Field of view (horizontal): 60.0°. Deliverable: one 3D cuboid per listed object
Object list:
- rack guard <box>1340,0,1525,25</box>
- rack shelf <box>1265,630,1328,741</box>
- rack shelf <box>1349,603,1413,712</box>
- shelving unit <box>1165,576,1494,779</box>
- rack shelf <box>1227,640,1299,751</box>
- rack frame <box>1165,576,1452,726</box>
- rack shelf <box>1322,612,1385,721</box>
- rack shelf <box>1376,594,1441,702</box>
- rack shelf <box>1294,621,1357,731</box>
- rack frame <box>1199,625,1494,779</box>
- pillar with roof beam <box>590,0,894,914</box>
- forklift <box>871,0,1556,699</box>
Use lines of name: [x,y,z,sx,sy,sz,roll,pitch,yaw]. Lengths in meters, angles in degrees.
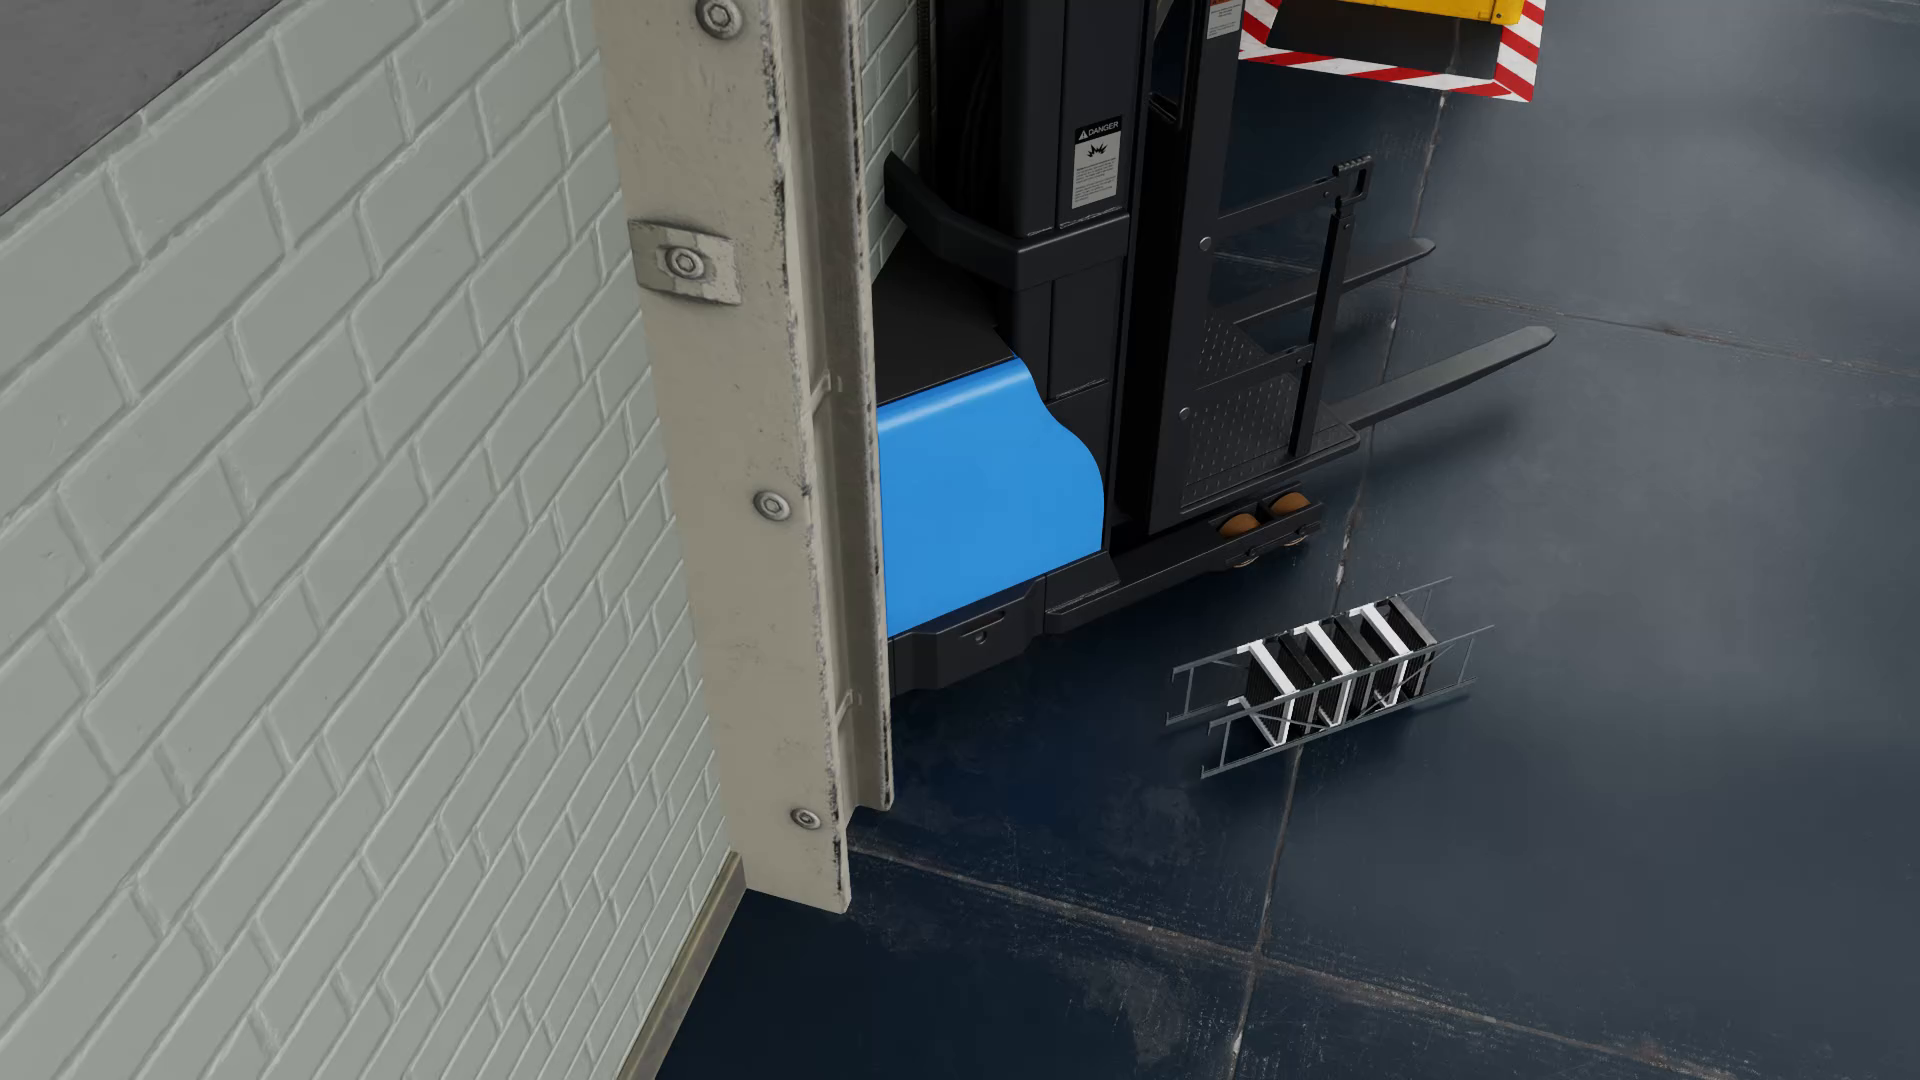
rack guard: [2.069,-2.783,7.736,1.175,0.500,0.348,13,46,13]
rack shelf: [0.918,0.412,4.618,0.077,0.258,0.200,-16,47,-16]
rack shelf: [1.166,0.339,4.693,0.077,0.258,0.200,-16,47,-16]
shelving unit: [1.031,0.379,4.652,0.900,0.258,0.210,-16,47,-16]
rack shelf: [0.835,0.437,4.593,0.077,0.258,0.200,-16,47,-16]
rack frame: [0.992,0.313,4.719,0.900,0.240,0.006,-16,47,-16]
rack shelf: [1.083,0.364,4.668,0.077,0.258,0.200,-16,47,-16]
rack shelf: [1.249,0.315,4.718,0.077,0.258,0.200,-16,47,-16]
rack shelf: [1.001,0.388,4.643,0.077,0.258,0.200,-16,47,-16]
rack frame: [1.071,0.445,4.585,0.900,0.240,0.006,-16,47,-16]
pillar with roof beam: [3.719,-1.508,0.357,9.100,9.000,0.400,13,46,13]
forklift: [0.546,-1.264,4.447,3.031,2.935,1.130,-22,48,-21]
